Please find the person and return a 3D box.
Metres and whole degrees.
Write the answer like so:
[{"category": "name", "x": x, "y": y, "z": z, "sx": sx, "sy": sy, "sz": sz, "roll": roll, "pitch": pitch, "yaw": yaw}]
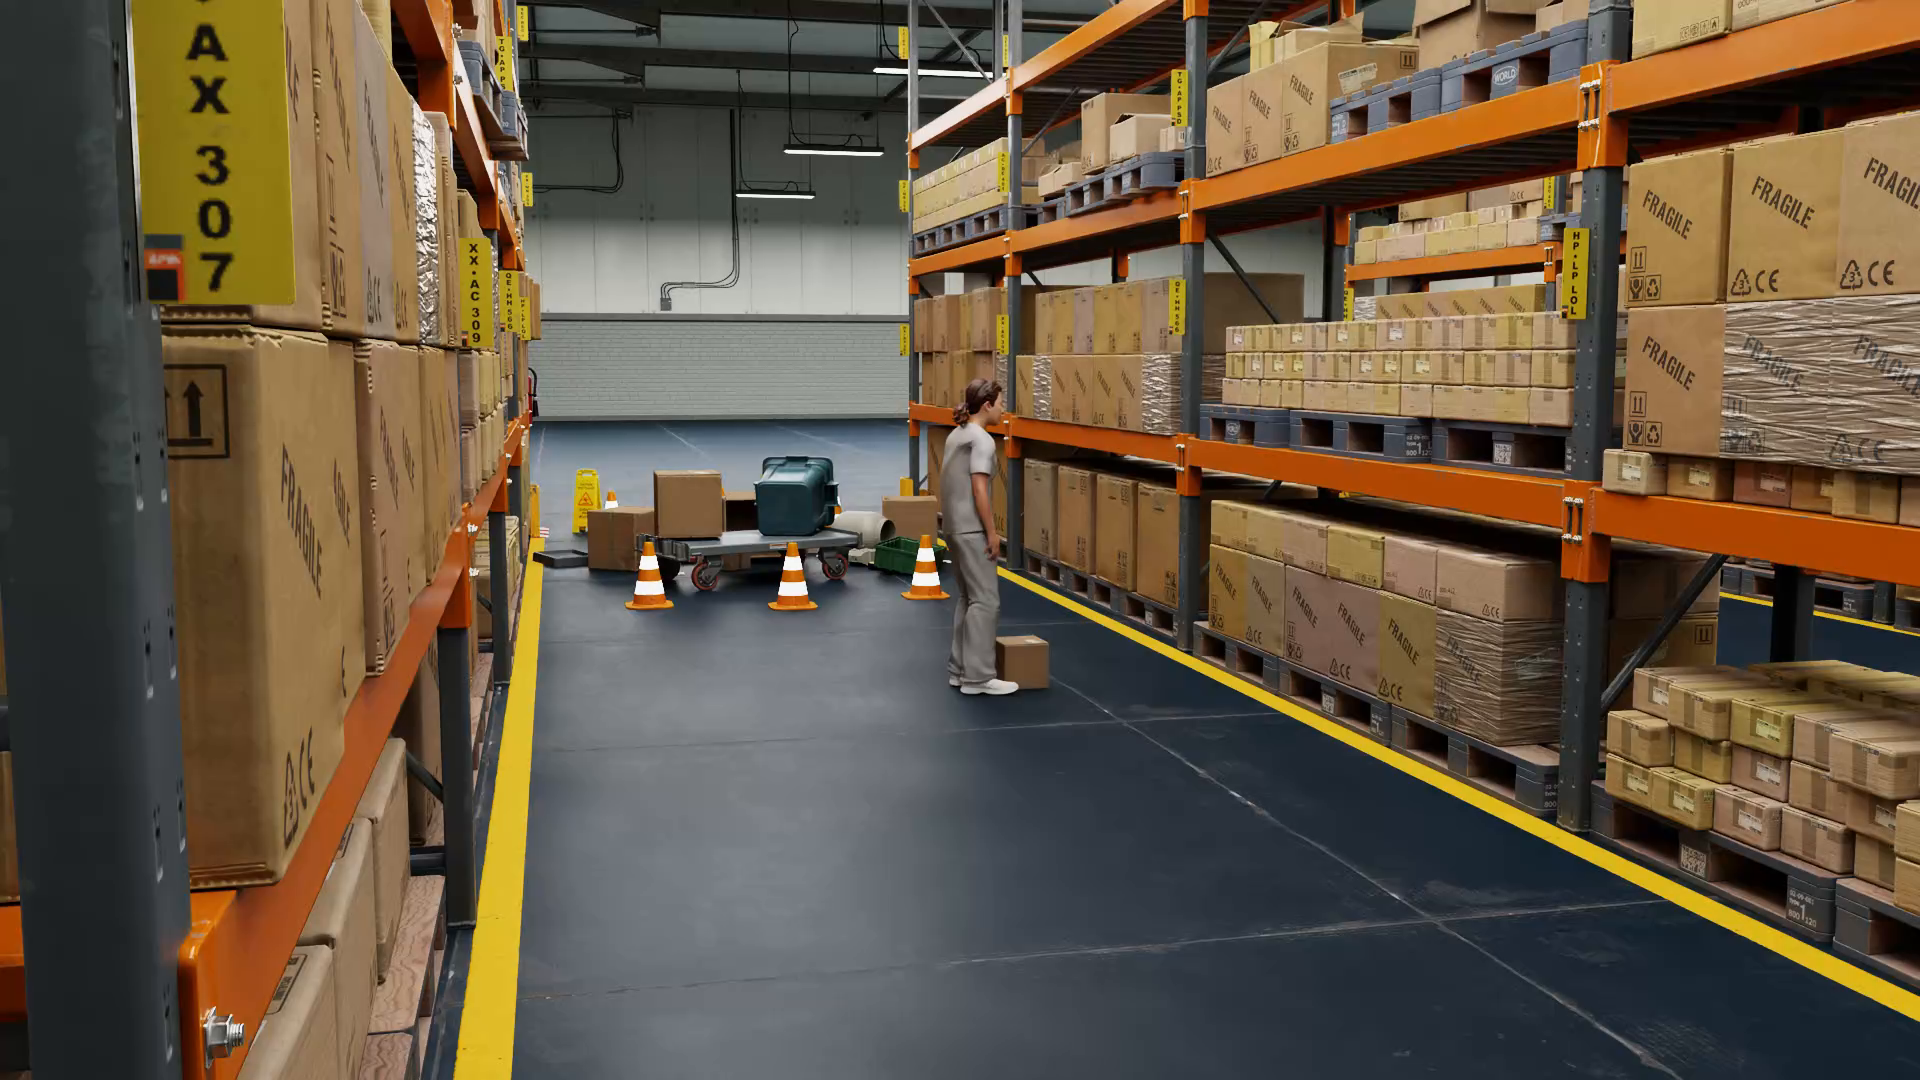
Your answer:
[{"category": "person", "x": 0.087, "y": -0.029, "z": 8.923, "sx": 0.363, "sy": 1.671, "sz": 0.509, "roll": -2, "pitch": 6, "yaw": -17}]
